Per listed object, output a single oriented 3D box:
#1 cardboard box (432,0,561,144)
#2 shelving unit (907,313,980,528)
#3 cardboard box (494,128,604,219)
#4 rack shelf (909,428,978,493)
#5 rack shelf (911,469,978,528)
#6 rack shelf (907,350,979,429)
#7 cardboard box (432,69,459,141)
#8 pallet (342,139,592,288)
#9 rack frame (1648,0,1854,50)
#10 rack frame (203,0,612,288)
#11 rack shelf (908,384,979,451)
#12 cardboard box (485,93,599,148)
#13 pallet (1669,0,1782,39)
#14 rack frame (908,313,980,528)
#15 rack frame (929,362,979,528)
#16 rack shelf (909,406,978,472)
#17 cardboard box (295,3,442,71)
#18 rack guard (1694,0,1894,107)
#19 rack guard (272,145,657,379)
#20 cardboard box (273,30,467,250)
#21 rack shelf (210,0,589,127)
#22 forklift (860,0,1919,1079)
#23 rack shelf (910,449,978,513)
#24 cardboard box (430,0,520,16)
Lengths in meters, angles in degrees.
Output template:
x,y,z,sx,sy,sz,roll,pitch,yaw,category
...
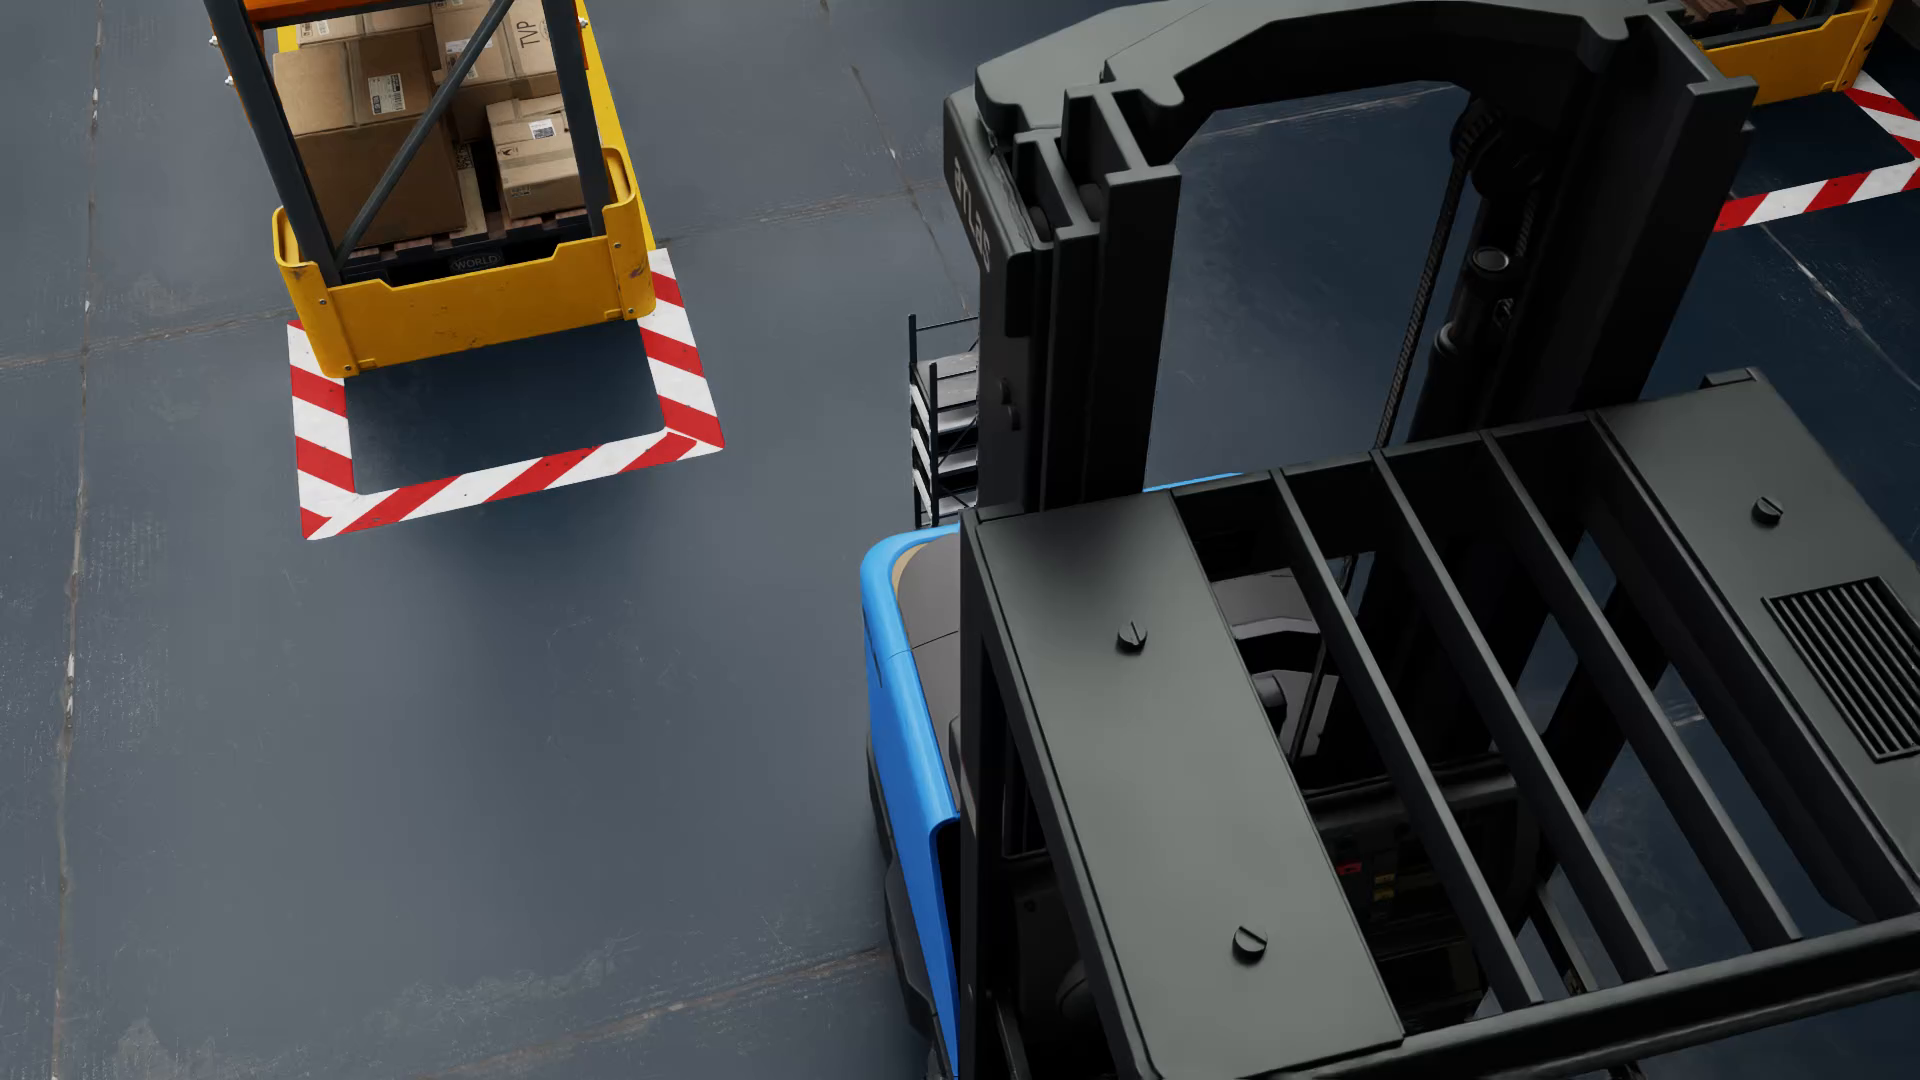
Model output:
x,y,z,sx,sy,sz,roll,pitch,yaw,category
-1.696,-1.793,6.310,0.500,0.250,0.500,-13,51,-11,cardboard box
0.002,-0.284,4.901,0.258,0.900,0.210,-13,51,-11,shelving unit
-1.454,-1.318,5.976,0.380,0.149,0.250,-13,51,-11,cardboard box
0.002,-0.263,4.926,0.258,0.077,0.200,-13,51,-11,rack shelf
0.002,-0.147,5.064,0.258,0.077,0.200,-13,51,-11,rack shelf
0.002,-0.437,4.720,0.258,0.077,0.200,-13,51,-11,rack shelf
-2.089,-1.597,6.200,0.380,0.166,0.250,-13,51,-11,cardboard box
-1.918,-1.450,6.334,1.003,0.211,1.213,-13,51,-11,pallet
3.072,-2.834,5.677,1.000,3.000,0.127,-13,51,-11,rack frame
-1.659,-1.711,4.731,1.000,3.000,0.127,-13,51,-11,rack frame
0.002,-0.379,4.789,0.258,0.077,0.200,-13,51,-11,rack shelf
-1.528,-1.506,6.123,0.380,0.166,0.250,-13,51,-11,cardboard box
2.761,-2.501,7.221,1.003,0.211,1.213,-13,51,-11,pallet
-0.028,-0.358,4.964,0.240,0.900,0.006,-13,51,-11,rack frame
0.032,-0.210,4.838,0.240,0.900,0.006,-13,51,-11,rack frame
0.002,-0.321,4.858,0.258,0.077,0.200,-13,51,-11,rack shelf
-2.307,-2.009,6.492,0.500,0.250,0.500,-13,51,-11,cardboard box
3.079,-2.011,6.618,1.175,0.500,0.348,-13,51,-11,rack guard
-1.681,-0.961,5.733,1.175,0.500,0.348,-13,51,-11,rack guard
-2.055,-1.389,5.806,0.500,0.500,0.500,-13,51,-11,cardboard box
-2.250,-2.940,6.237,1.077,0.370,4.000,-13,51,-11,rack shelf
0.599,0.757,2.695,1.130,2.935,3.031,-11,51,-9,forklift
0.002,-0.205,4.995,0.258,0.077,0.200,-13,51,-11,rack shelf
-1.844,-2.158,6.618,0.500,0.250,0.500,-13,51,-11,cardboard box
